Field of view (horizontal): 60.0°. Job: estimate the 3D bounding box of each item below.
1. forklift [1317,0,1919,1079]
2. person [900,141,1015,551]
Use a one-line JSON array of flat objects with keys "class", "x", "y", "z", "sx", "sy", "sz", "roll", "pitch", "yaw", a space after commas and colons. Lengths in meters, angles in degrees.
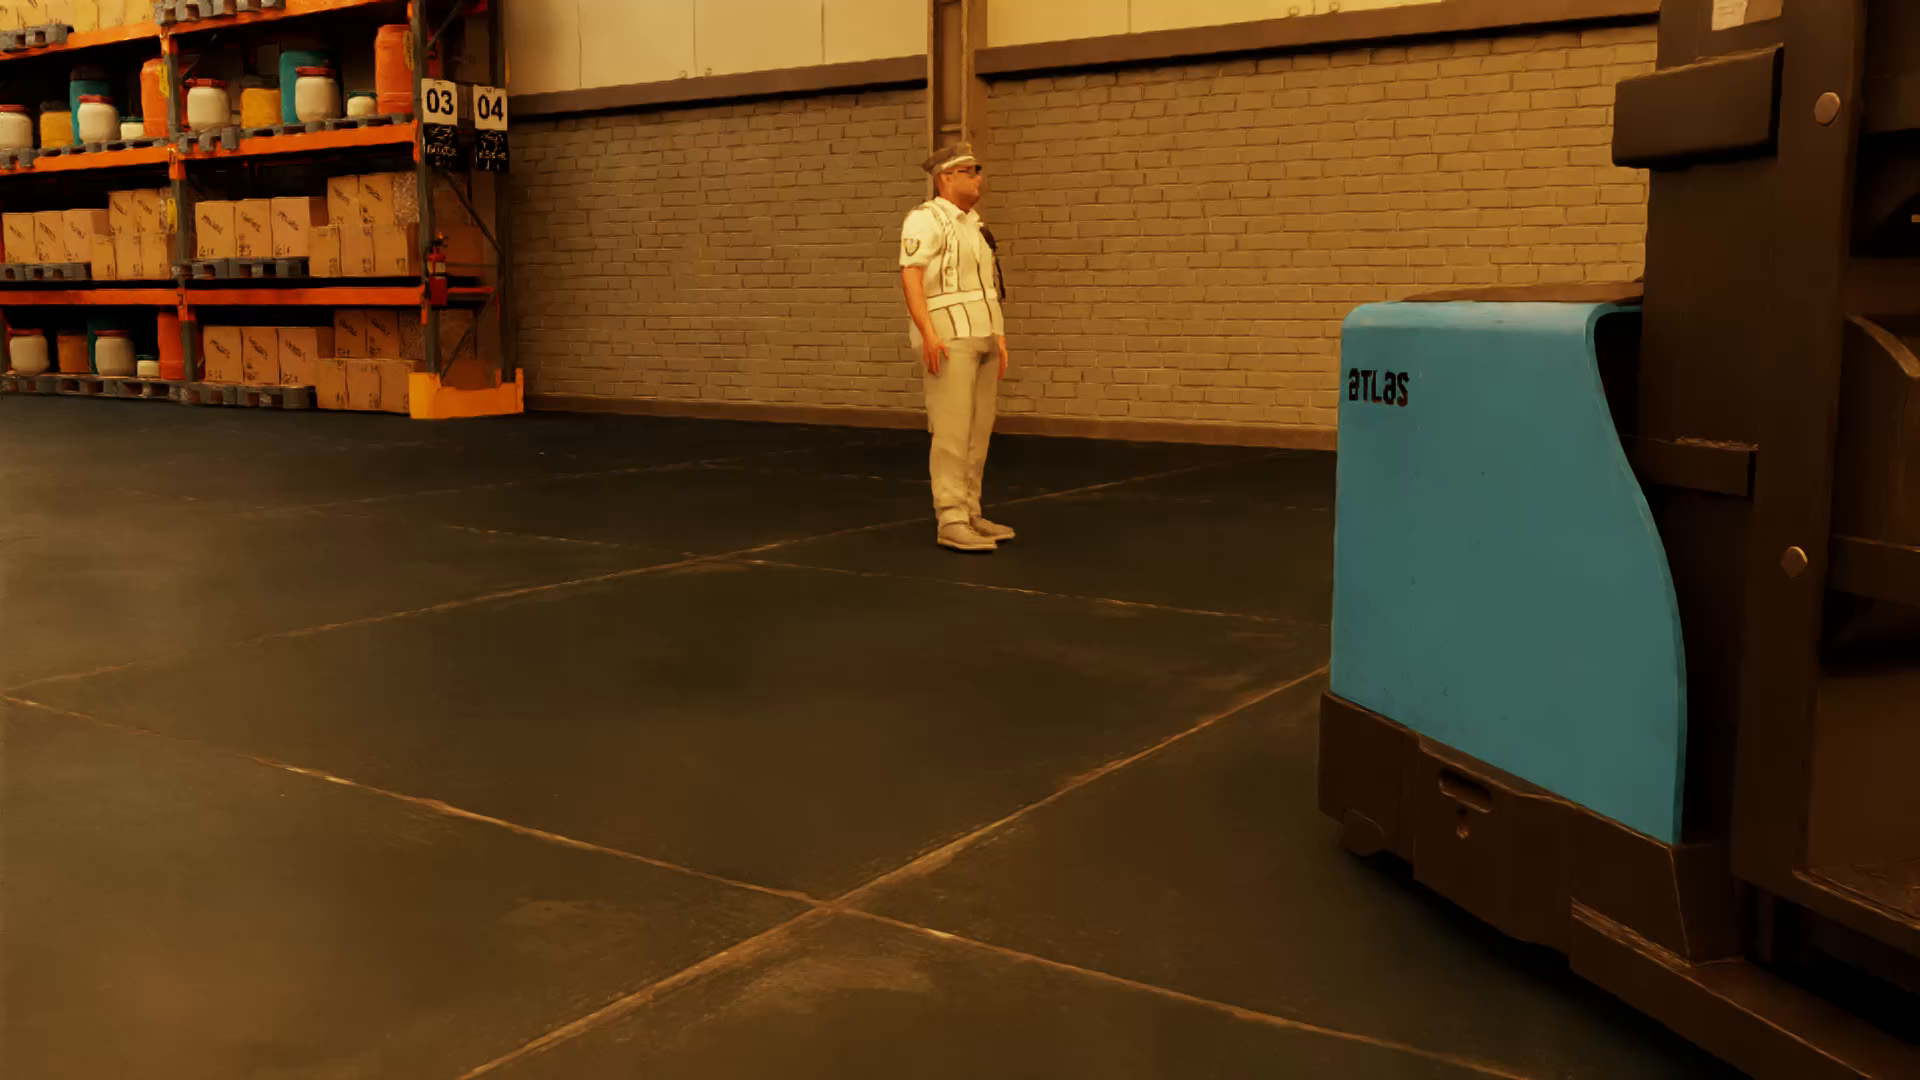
[{"class": "forklift", "x": 1.625, "y": -0.670, "z": 1.905, "sx": 1.130, "sy": 2.935, "sz": 3.031, "roll": -2, "pitch": 8, "yaw": -16}, {"class": "person", "x": 0.058, "y": -0.882, "z": 7.424, "sx": 0.574, "sy": 1.781, "sz": 0.640, "roll": 5, "pitch": 10, "yaw": 34}]
